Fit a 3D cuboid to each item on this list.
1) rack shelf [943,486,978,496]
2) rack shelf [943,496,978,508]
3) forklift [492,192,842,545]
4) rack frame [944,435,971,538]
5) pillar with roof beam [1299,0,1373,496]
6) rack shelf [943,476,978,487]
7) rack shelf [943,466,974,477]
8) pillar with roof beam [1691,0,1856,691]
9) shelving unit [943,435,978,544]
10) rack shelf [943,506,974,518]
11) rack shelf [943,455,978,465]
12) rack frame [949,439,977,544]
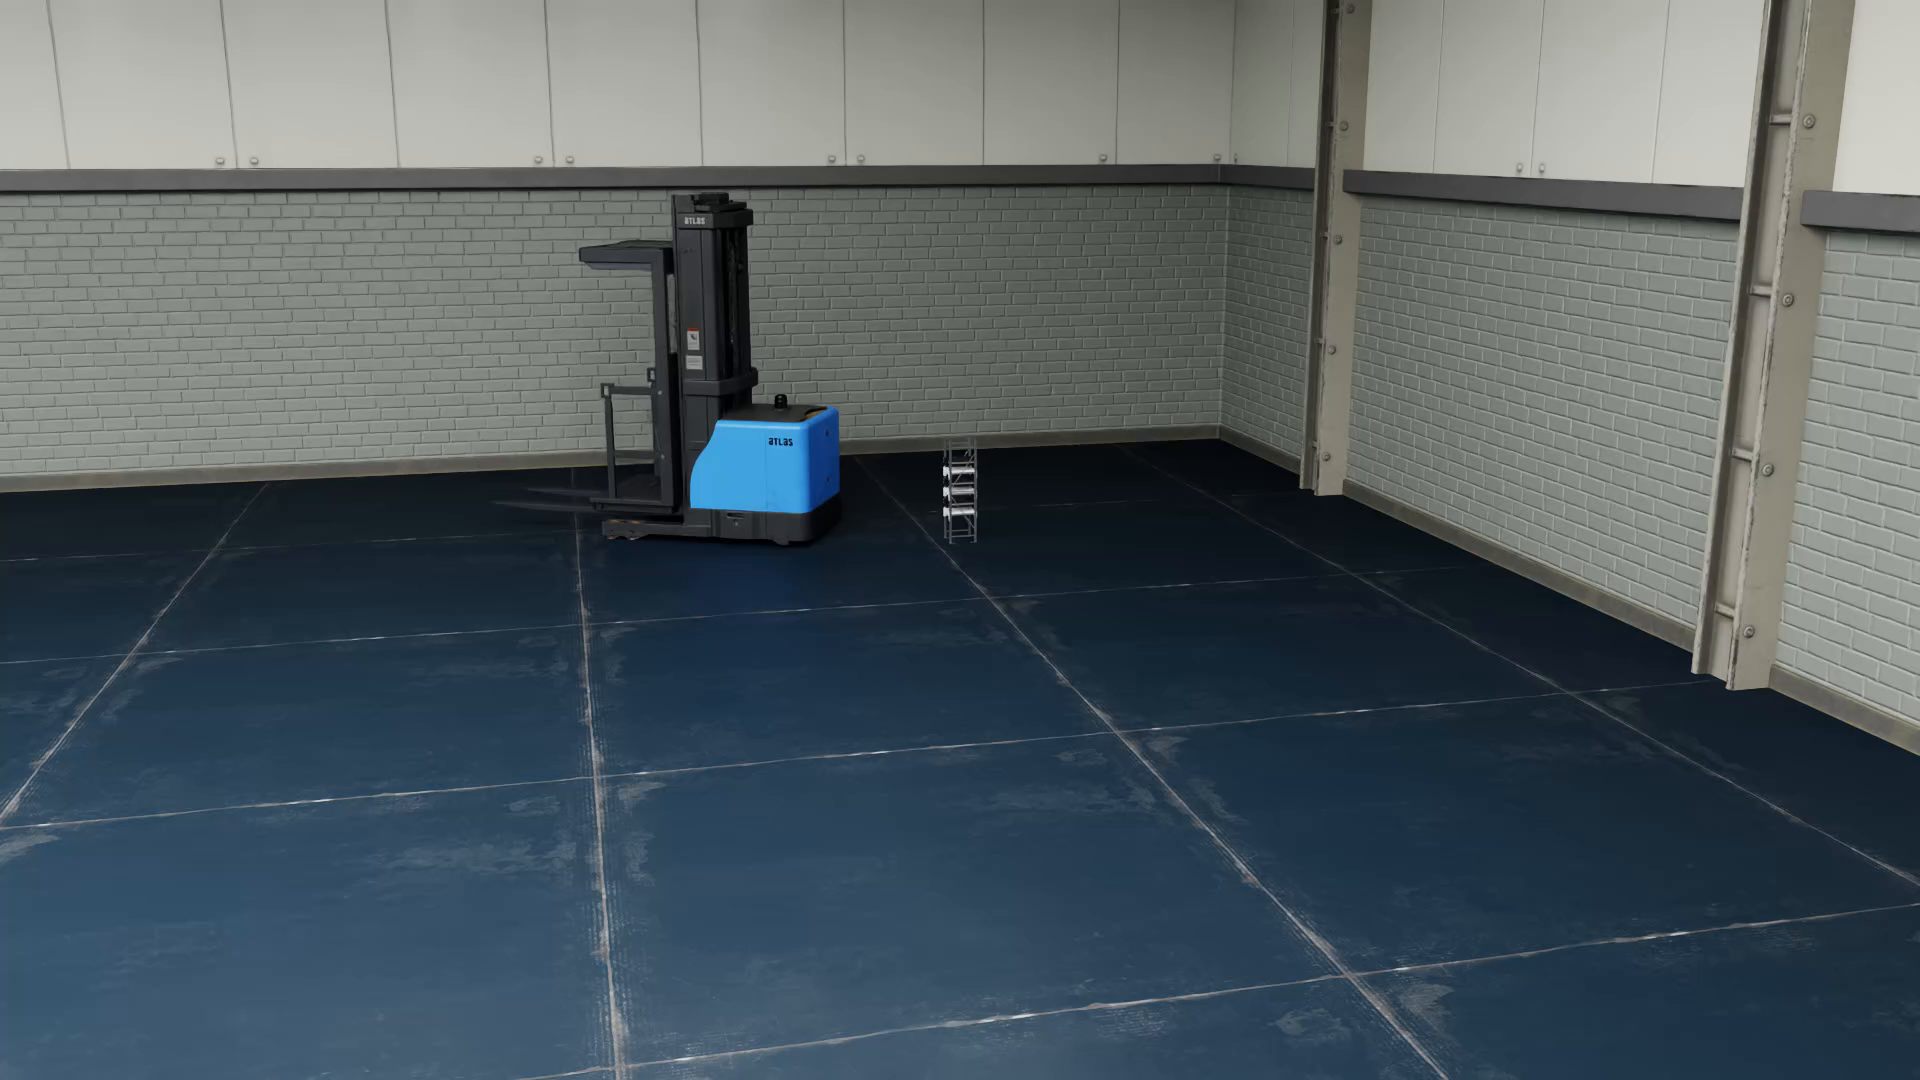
[{"bbox_3d":[0.002,-0.403,14.320,0.258,0.077,0.200,-3,14,-13],"label":"rack shelf"},{"bbox_3d":[0.002,-0.315,14.342,0.258,0.077,0.200,-3,14,-13],"label":"rack shelf"},{"bbox_3d":[-2.636,-1.539,14.552,3.031,2.935,1.130,3,14,13],"label":"forklift"},{"bbox_3d":[-0.022,-0.459,14.409,0.240,0.900,0.006,-3,14,-13],"label":"rack frame"},{"bbox_3d":[-0.610,-4.617,14.364,9.100,9.000,0.400,-3,14,-13],"label":"pillar with roof beam"},{"bbox_3d":[0.002,-0.490,14.299,0.258,0.077,0.200,-3,14,-13],"label":"rack shelf"},{"bbox_3d":[0.002,-0.578,14.278,0.258,0.077,0.200,-3,14,-13],"label":"rack shelf"},{"bbox_3d":[0.800,-3.233,8.698,9.100,9.000,0.400,-3,14,-13],"label":"pillar with roof beam"},{"bbox_3d":[0.002,-0.435,14.313,0.258,0.900,0.210,-3,14,-13],"label":"shelving unit"},{"bbox_3d":[0.002,-0.228,14.363,0.258,0.077,0.200,-3,14,-13],"label":"rack shelf"},{"bbox_3d":[0.002,-0.665,14.256,0.258,0.077,0.200,-3,14,-13],"label":"rack shelf"},{"bbox_3d":[0.026,-0.412,14.217,0.240,0.900,0.006,-3,14,-13],"label":"rack frame"}]
